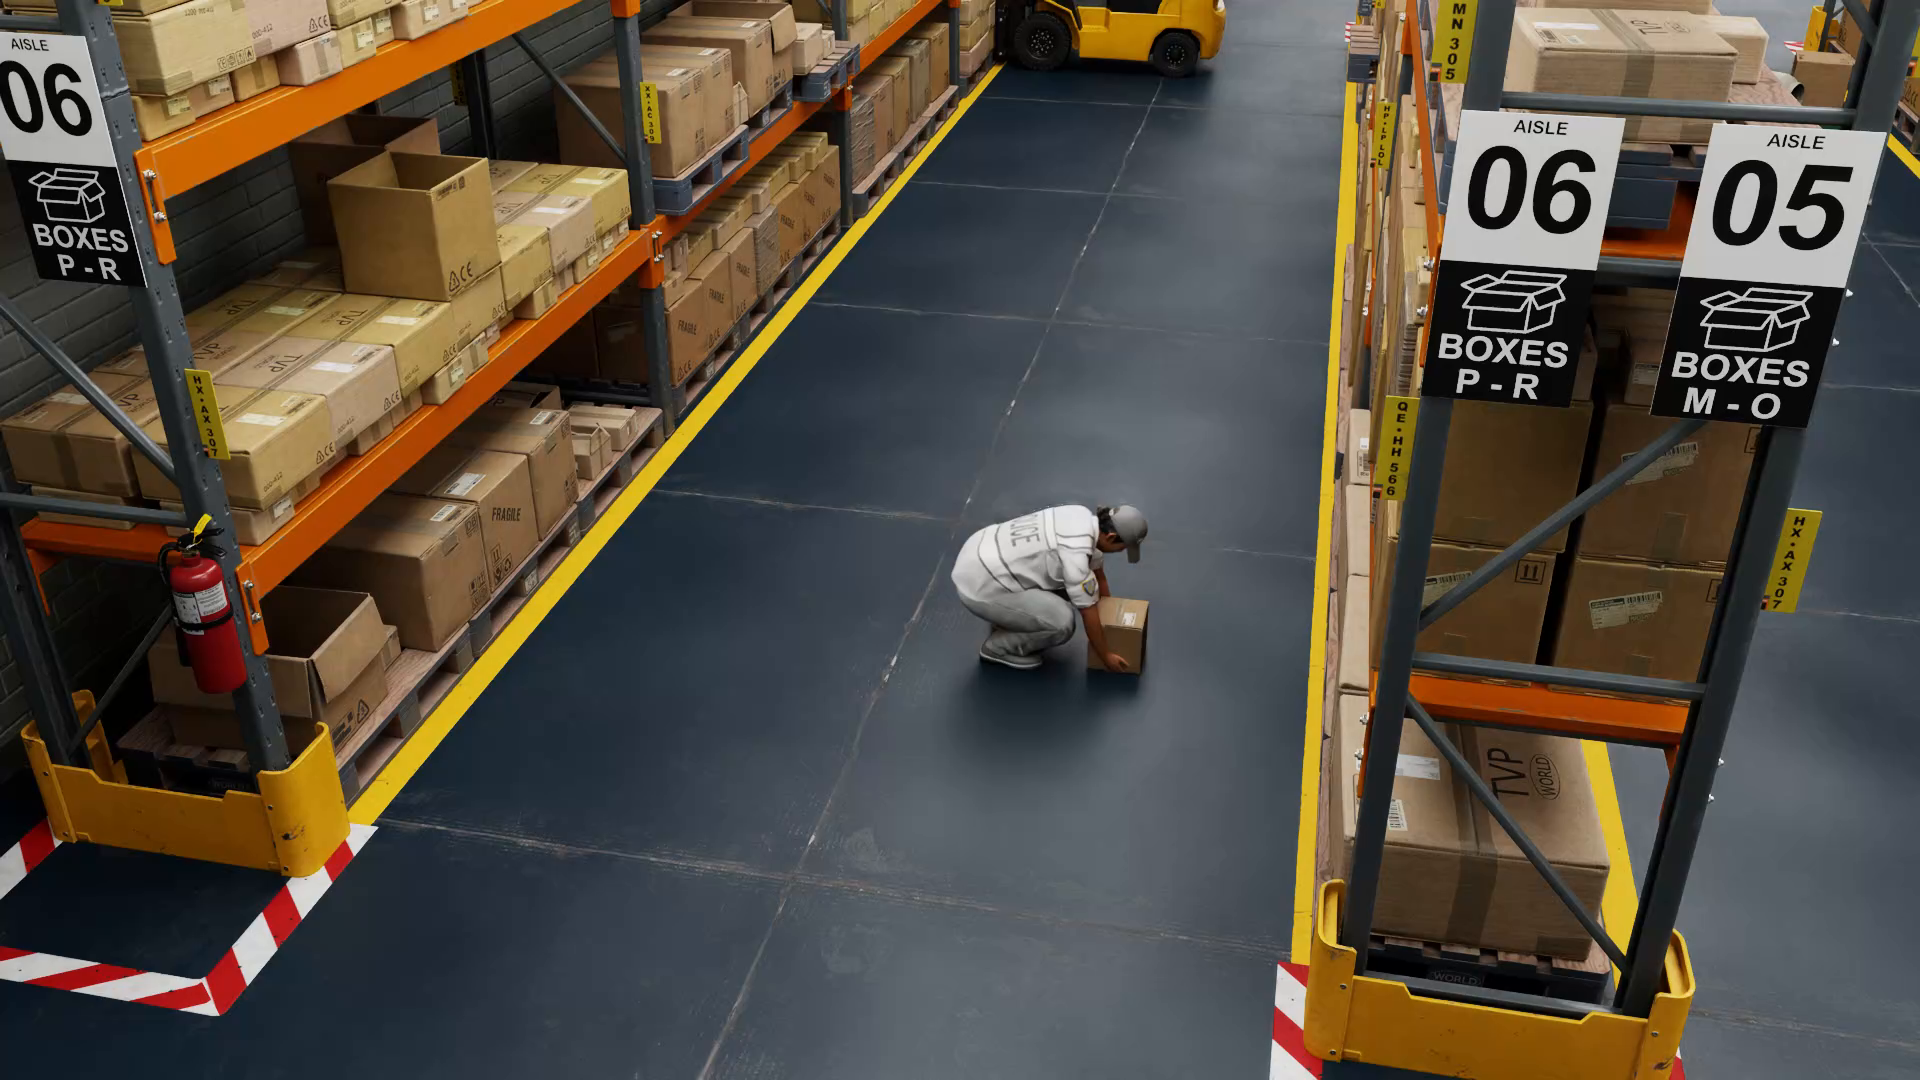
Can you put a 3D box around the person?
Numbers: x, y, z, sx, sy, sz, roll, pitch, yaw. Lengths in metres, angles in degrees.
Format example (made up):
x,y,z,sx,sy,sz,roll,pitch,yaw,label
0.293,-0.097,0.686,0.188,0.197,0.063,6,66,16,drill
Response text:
x,y,z,sx,sy,sz,roll,pitch,yaw,label
0.412,0.194,7.729,0.881,0.807,0.531,6,30,11,person
